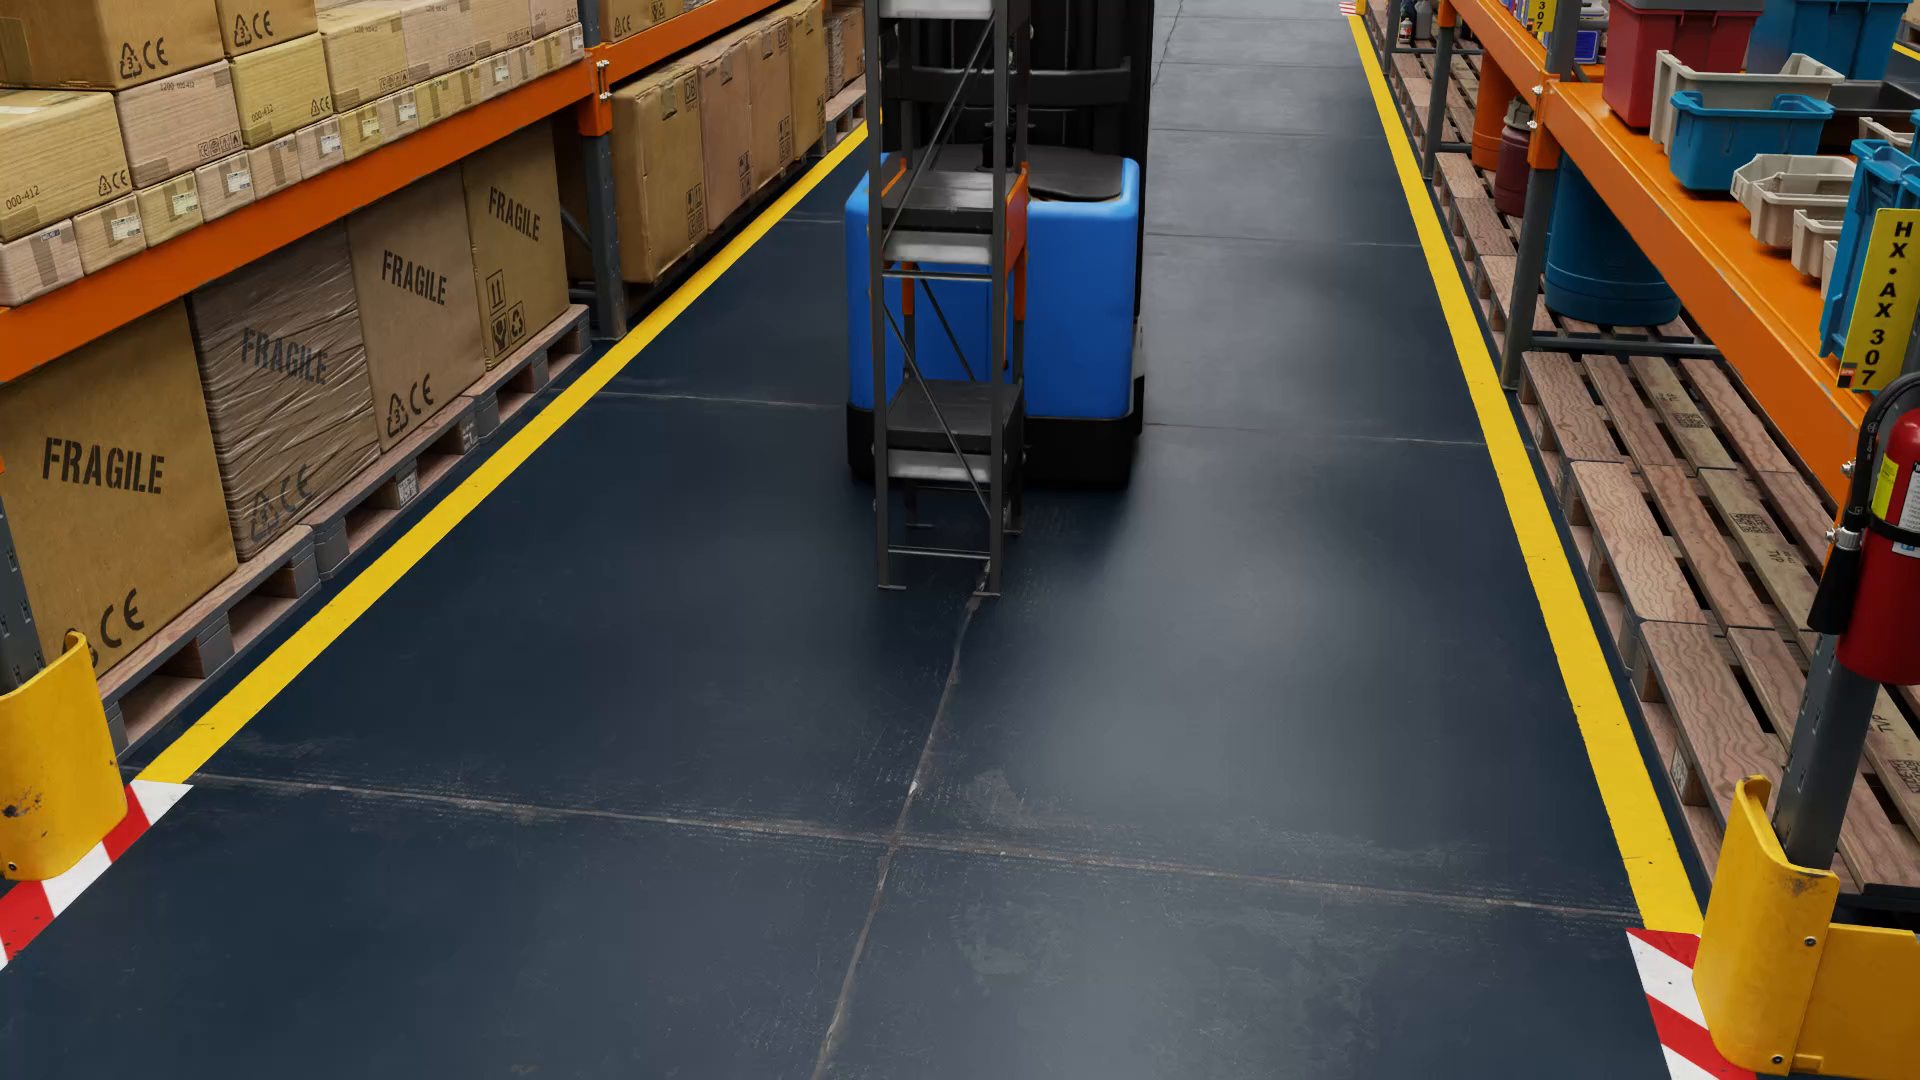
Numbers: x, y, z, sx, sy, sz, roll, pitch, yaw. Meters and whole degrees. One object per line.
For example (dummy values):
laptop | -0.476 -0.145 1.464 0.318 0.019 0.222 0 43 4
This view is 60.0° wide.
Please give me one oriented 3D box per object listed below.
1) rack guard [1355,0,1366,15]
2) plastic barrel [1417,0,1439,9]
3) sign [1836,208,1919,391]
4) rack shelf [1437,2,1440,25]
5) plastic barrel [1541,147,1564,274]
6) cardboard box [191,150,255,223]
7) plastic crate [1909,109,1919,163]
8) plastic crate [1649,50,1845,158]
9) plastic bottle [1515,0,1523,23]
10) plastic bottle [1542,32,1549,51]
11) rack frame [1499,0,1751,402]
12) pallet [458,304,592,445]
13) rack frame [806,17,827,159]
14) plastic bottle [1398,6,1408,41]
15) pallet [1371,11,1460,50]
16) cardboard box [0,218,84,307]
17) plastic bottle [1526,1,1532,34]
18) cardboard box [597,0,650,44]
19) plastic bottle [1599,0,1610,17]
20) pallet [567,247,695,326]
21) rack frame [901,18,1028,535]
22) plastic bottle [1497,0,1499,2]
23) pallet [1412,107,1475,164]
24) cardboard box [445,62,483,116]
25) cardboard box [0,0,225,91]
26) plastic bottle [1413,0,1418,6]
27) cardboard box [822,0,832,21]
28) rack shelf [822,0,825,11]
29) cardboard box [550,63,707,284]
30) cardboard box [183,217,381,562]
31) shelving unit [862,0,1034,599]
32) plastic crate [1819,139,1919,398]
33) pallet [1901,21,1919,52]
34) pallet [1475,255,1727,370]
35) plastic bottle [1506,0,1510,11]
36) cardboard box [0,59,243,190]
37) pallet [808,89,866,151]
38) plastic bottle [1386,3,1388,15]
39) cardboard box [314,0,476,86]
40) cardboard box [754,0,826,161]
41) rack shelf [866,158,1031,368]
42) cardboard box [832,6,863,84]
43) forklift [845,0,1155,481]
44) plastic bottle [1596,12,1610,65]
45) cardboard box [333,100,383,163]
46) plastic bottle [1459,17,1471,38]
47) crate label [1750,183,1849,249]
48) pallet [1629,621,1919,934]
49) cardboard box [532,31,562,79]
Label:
rack guard | 4.817 -5.837 17.630 1.175 0.500 0.348 4 25 9
plastic barrel | 4.669 -5.577 16.566 0.421 0.512 0.421 0 25 0
sign | 1.622 -0.417 2.911 0.100 0.325 0.005 4 25 9
rack shelf | 3.802 -4.169 11.966 1.077 0.370 4.000 4 25 9
plastic barrel | 3.043 -1.747 7.925 0.600 0.901 0.708 4 25 9
cardboard box | -2.211 -0.991 4.625 0.380 0.149 0.250 4 25 8
plastic crate | 2.797 -1.020 4.518 0.416 0.233 0.300 4 25 9
plastic crate | 2.390 -1.333 5.128 0.437 0.282 0.530 4 25 9
plastic bottle | 2.769 -2.633 7.983 0.152 0.276 0.135 4 25 9
plastic bottle | 2.627 -2.269 7.205 0.152 0.276 0.135 4 25 9
rack frame | 2.822 -1.985 6.453 1.000 3.000 0.127 4 25 9
pallet | -2.266 -0.753 7.109 1.003 0.211 1.213 4 25 9
rack frame | -1.411 -4.001 10.760 1.000 3.000 0.127 4 25 9
plastic bottle | 3.882 -4.524 14.562 0.061 0.283 0.133 5 26 11
pallet | 4.477 -4.858 15.879 1.003 0.211 1.213 4 25 9
cardboard box | -2.335 -0.667 3.933 0.380 0.149 0.250 4 25 9
plastic bottle | 2.709 -2.480 7.656 0.152 0.276 0.135 4 25 9
cardboard box | -1.743 -2.549 7.538 0.500 0.500 0.500 4 25 9
plastic bottle | 2.791 -2.360 7.311 0.144 0.351 0.185 4 25 9
pallet | -2.013 -1.393 8.477 1.003 0.211 1.213 4 25 9
rack frame | 0.013 -0.984 5.375 0.400 2.100 0.015 4 25 9
plastic bottle | 2.852 -2.966 8.687 0.061 0.283 0.133 4 25 9
pallet | 3.640 -2.716 11.304 1.003 0.211 1.213 4 25 9
cardboard box | -1.959 -1.634 5.998 0.380 0.149 0.250 4 25 10
cardboard box | -2.292 -1.453 4.257 0.500 0.500 0.500 3 25 7
plastic bottle | 4.139 -4.808 15.169 0.061 0.283 0.133 4 25 9
cardboard box | -1.255 -3.913 12.116 0.500 0.250 0.500 7 26 14
rack shelf | -1.084 -4.512 12.699 1.077 0.370 4.000 4 25 9
cardboard box | -1.980 -1.825 8.122 1.225 0.875 0.875 4 25 9
cardboard box | -2.544 -0.537 5.370 0.875 0.875 0.875 4 25 9
shelving unit | -0.027 -0.882 5.157 0.431 2.100 0.503 4 25 9
plastic crate | 2.038 -0.508 3.185 0.616 0.435 0.499 4 25 9
pallet | 9.383 -4.565 15.253 1.003 0.211 1.213 4 25 9
pallet | 2.989 -1.042 7.727 1.003 0.211 1.213 4 25 9
plastic bottle | 2.829 -2.831 8.317 0.144 0.351 0.185 4 25 9
cardboard box | -2.295 -1.122 4.435 0.500 0.250 0.500 4 25 8
pallet | -1.282 -3.065 12.049 1.003 0.211 1.213 4 25 9
plastic bottle | 4.162 -5.156 16.008 0.097 0.201 0.097 0 25 0
cardboard box | -2.043 -1.762 5.802 0.500 0.250 0.500 5 25 10
cardboard box | -1.544 -2.942 10.508 1.225 0.875 0.875 3 25 6
rack shelf | -0.027 -0.869 5.163 0.431 0.518 0.480 4 25 9
cardboard box | -1.157 -3.820 12.803 0.700 0.500 0.500 6 26 13
forklift | 0.250 -2.132 6.847 1.130 2.935 3.031 2 25 5
plastic bottle | 2.693 -2.081 6.893 0.097 0.201 0.097 0 25 0
cardboard box | -2.085 -1.310 5.308 0.380 0.149 0.250 3 25 7
plastic bottle | 4.528 -4.649 14.750 0.144 0.351 0.185 4 25 9
crate label | 2.205 -0.812 4.186 0.396 0.136 0.243 4 25 9
pallet | 2.341 0.609 4.201 1.003 0.211 1.213 4 25 9
cardboard box | -1.833 -1.956 6.687 0.380 0.149 0.250 5 25 10
